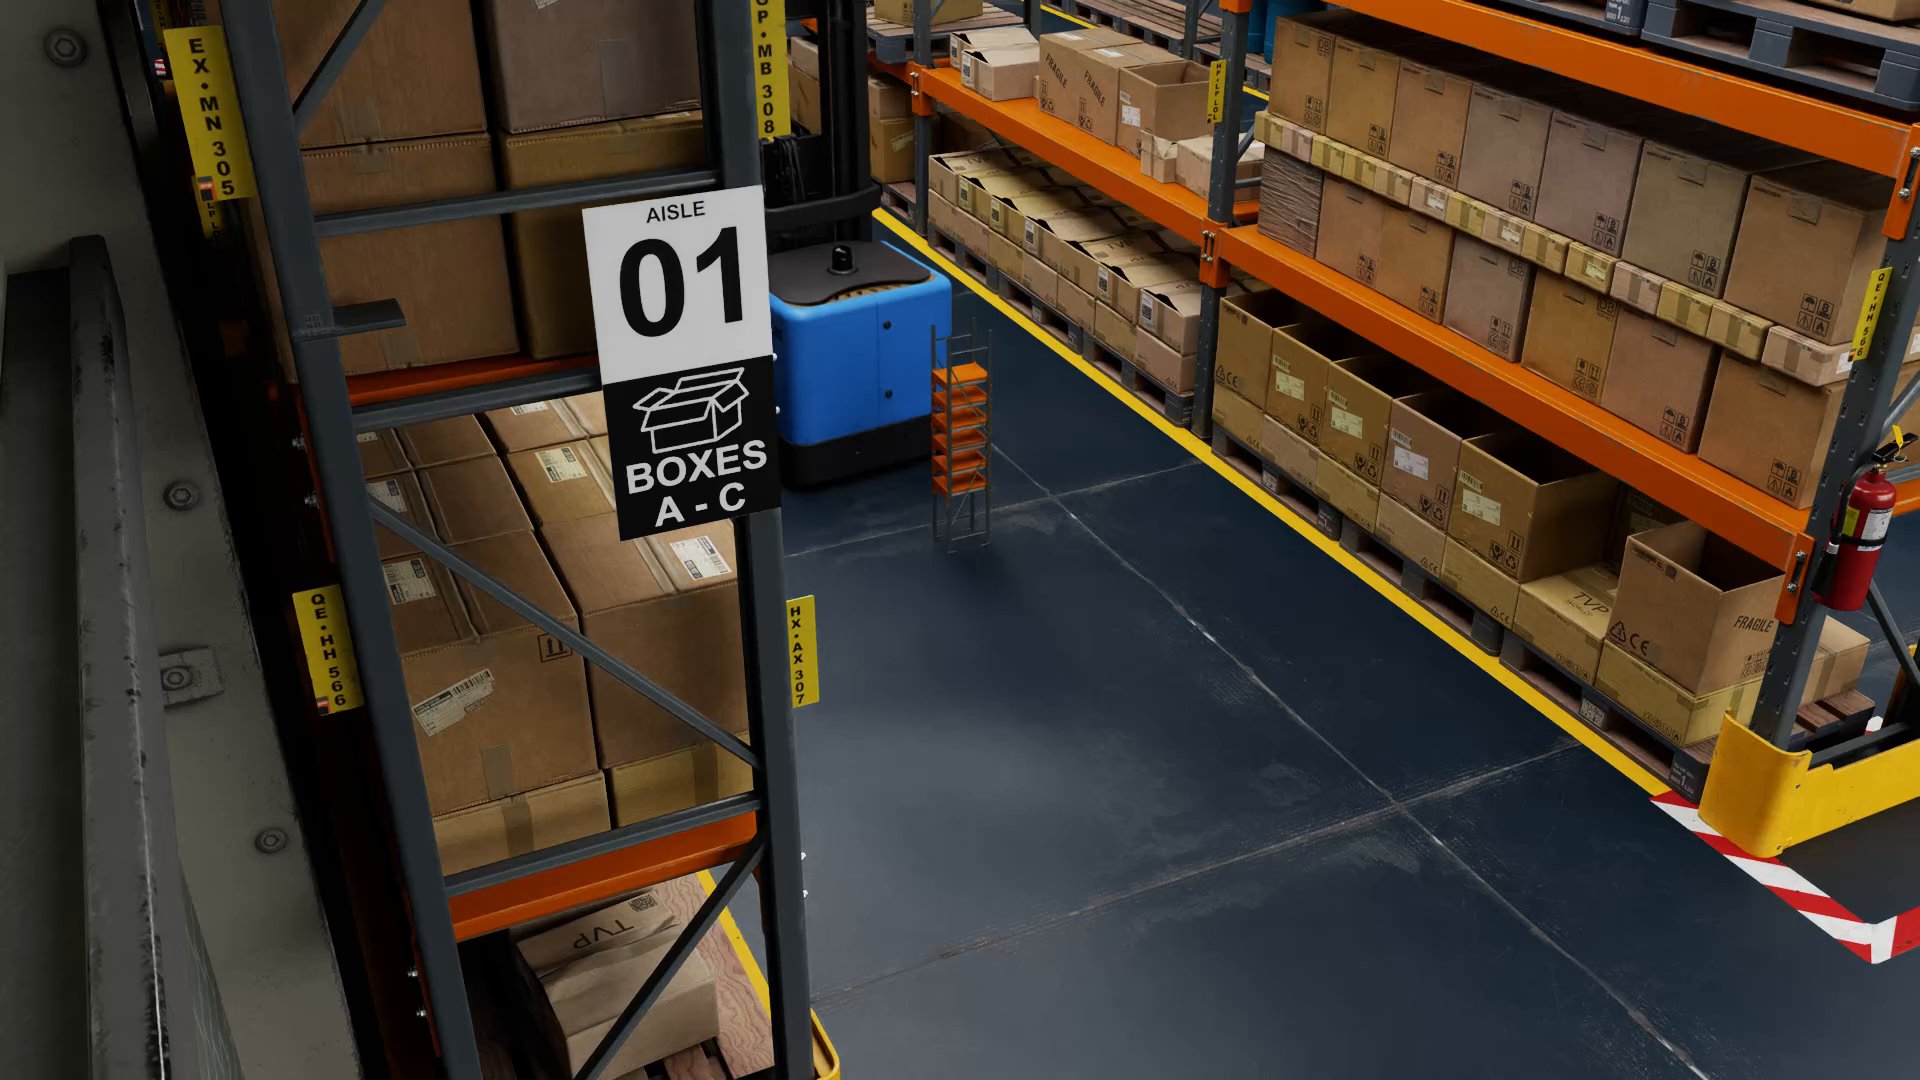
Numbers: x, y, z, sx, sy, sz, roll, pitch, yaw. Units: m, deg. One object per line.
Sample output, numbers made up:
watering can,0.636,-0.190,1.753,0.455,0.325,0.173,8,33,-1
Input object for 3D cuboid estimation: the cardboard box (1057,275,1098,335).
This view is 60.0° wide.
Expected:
cardboard box,0.974,-1.581,10.885,0.500,0.250,0.500,-12,32,-21

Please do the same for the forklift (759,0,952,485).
forklift,-1.225,-2.263,9.790,1.130,2.935,3.031,-17,33,-27

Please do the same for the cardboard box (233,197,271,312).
cardboard box,-1.545,-0.921,4.136,0.500,0.500,0.500,-13,32,-22

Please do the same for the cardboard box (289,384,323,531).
cardboard box,-1.949,-0.325,5.628,0.500,0.500,0.500,-13,32,-21

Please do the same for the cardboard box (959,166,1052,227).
cardboard box,0.325,-2.497,11.945,0.500,0.311,0.500,-14,32,-23

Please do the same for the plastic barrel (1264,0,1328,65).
plastic barrel,3.412,-5.309,16.866,0.600,0.901,0.708,-13,32,-22

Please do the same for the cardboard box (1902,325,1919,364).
cardboard box,3.592,-0.803,6.350,0.380,0.149,0.250,-13,32,-22

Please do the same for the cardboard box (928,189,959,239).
cardboard box,0.092,-2.483,12.493,0.500,0.250,0.500,-13,32,-22

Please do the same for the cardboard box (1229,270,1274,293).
cardboard box,1.897,-1.488,10.146,0.500,0.311,0.500,-13,32,-22

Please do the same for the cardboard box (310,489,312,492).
cardboard box,-2.154,-0.224,6.215,0.500,0.250,0.500,-14,32,-23

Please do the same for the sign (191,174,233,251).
sign,-3.123,-1.370,6.943,0.100,0.325,0.005,-13,32,-22

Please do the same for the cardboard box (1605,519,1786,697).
cardboard box,3.067,0.256,6.841,0.500,0.500,0.500,-13,32,-22

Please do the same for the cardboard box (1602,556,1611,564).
cardboard box,3.105,0.033,8.006,0.500,0.250,0.500,-13,32,-22

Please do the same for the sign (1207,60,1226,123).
sign,1.363,-2.377,8.820,0.100,0.325,0.005,-13,32,-22

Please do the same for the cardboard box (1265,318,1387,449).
cardboard box,1.987,-0.846,8.808,0.500,0.500,0.500,-13,32,-22

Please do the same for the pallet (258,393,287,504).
pallet,-3.486,-0.650,9.694,1.003,0.211,1.213,-13,32,-22

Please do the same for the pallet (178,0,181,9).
pallet,-2.792,-2.505,7.275,1.213,0.211,1.003,-13,32,-22

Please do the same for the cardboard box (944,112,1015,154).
cardboard box,0.195,-3.155,13.415,0.500,0.500,0.500,-12,31,-20

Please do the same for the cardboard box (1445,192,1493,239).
cardboard box,2.458,-1.509,7.608,0.380,0.149,0.250,-13,32,-22

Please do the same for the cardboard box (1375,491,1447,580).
cardboard box,2.415,-0.077,8.202,0.500,0.250,0.500,-13,32,-22

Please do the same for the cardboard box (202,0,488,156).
cardboard box,-1.327,-1.149,3.520,0.500,0.500,0.500,-12,31,-20

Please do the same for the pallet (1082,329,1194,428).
pallet,1.498,-1.126,10.542,1.003,0.211,1.213,-13,32,-22

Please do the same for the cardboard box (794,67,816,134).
cardboard box,-1.151,-3.940,14.816,0.500,0.500,0.500,-13,32,-21

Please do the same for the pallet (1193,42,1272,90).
pallet,3.184,-5.032,17.507,1.003,0.211,1.213,-13,32,-22

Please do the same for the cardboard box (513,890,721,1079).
cardboard box,-1.122,1.440,5.415,0.500,0.311,0.500,-17,33,-28

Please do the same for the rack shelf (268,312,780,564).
rack shelf,-1.765,-1.094,5.304,1.077,0.370,4.000,-13,32,-22

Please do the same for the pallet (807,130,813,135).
pallet,-0.674,-3.452,14.690,1.003,0.211,1.213,-13,32,-22

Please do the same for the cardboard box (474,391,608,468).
cardboard box,-1.259,-0.211,5.425,0.500,0.500,0.500,-14,32,-24

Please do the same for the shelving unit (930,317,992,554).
shelving unit,0.006,-0.517,8.445,0.258,1.200,0.189,-13,32,-22

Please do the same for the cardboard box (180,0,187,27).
cardboard box,-2.640,-2.075,6.193,0.500,0.500,0.500,-12,31,-20

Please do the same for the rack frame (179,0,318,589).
rack frame,-2.623,-0.983,7.437,1.000,3.000,0.127,-13,32,-22

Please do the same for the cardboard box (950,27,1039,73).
cardboard box,0.249,-3.583,12.165,0.500,0.311,0.500,-11,31,-19

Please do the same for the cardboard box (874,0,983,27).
cardboard box,-0.240,-4.273,12.772,0.700,0.500,0.500,-26,38,-38

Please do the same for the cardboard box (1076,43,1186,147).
cardboard box,1.093,-2.865,10.691,0.500,0.500,0.500,-13,32,-22

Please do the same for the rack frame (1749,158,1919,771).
rack frame,3.566,-0.258,6.144,1.000,3.000,0.127,-13,32,-22

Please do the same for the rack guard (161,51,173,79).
rack guard,-7.785,-5.205,17.520,1.175,0.500,0.348,-13,32,-22

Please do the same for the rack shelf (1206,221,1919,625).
rack shelf,2.708,-0.828,7.895,1.077,0.370,4.000,-13,32,-22

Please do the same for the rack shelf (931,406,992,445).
rack shelf,0.006,-0.583,8.408,0.258,0.103,0.180,-13,32,-22

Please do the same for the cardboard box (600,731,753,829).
cardboard box,-0.829,0.558,4.821,0.500,0.250,0.500,-14,32,-23

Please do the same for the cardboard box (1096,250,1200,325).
cardboard box,1.187,-1.601,10.346,0.500,0.311,0.500,-12,32,-21

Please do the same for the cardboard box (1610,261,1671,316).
cardboard box,2.901,-1.053,6.796,0.380,0.149,0.250,-13,32,-21

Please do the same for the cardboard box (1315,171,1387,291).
cardboard box,2.278,-1.642,8.510,0.700,0.500,0.500,-13,32,-22

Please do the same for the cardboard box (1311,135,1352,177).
cardboard box,2.010,-1.968,8.427,0.380,0.149,0.250,-14,32,-23

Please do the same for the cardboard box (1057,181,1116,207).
cardboard box,1.022,-2.389,11.752,0.500,0.311,0.500,-13,32,-22

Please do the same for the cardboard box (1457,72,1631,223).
cardboard box,2.692,-1.775,7.420,0.700,0.500,0.500,-13,32,-22

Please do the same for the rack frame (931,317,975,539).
rack frame,-0.033,-0.557,8.517,0.240,1.200,0.006,-13,32,-22

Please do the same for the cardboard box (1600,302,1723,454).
cardboard box,3.148,-0.742,6.904,0.700,0.500,0.500,-12,32,-21

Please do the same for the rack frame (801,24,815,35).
rack frame,-1.585,-5.559,15.597,1.000,3.000,0.127,-13,32,-22

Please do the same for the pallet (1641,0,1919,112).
pallet,3.286,-1.846,5.998,1.003,0.211,1.213,-13,32,-22
